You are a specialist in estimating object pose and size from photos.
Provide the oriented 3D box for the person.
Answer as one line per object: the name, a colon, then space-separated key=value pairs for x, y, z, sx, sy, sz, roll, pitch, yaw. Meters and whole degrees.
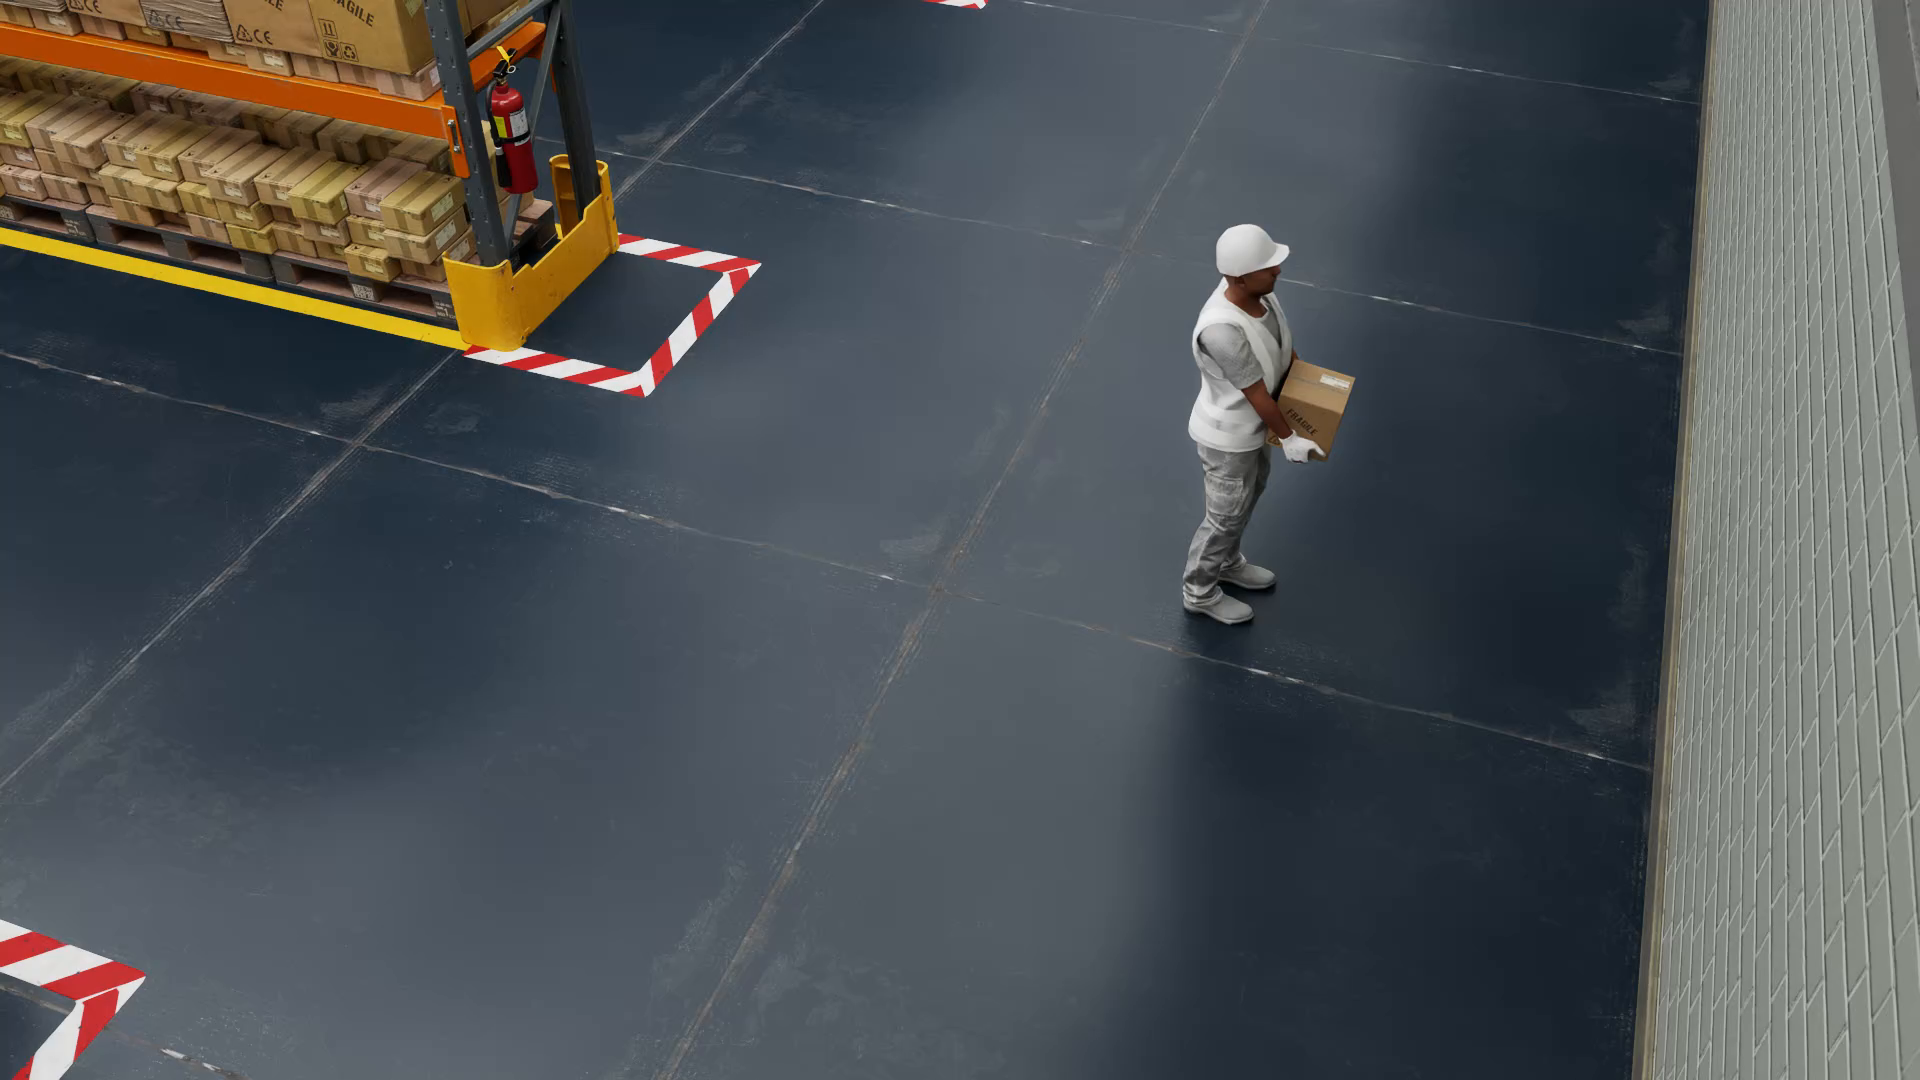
person: x=1.201 y=-0.440 z=6.651 sx=0.573 sy=1.778 sz=0.488 roll=14 pitch=43 yaw=16
